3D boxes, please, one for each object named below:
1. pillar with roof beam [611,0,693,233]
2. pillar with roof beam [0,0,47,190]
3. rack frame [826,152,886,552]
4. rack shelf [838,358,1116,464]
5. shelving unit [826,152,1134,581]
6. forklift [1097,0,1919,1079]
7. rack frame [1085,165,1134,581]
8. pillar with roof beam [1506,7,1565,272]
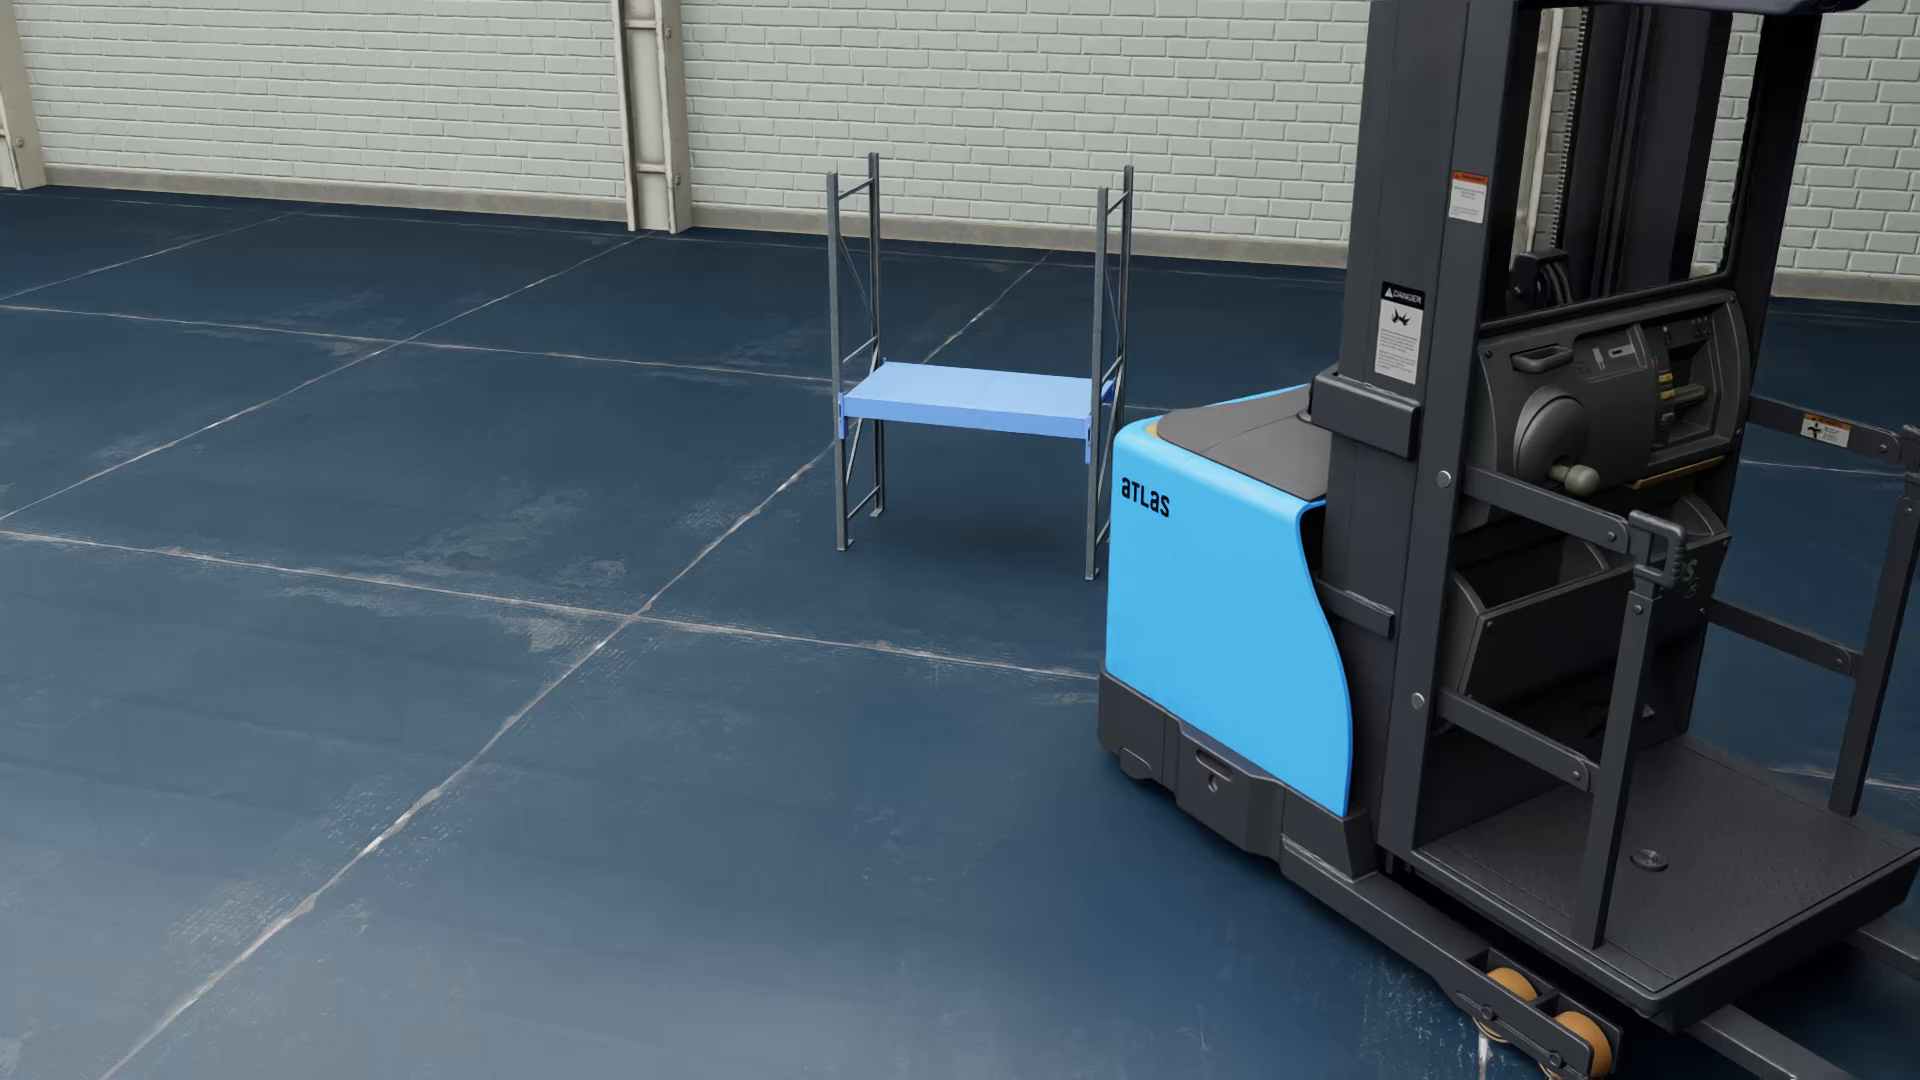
[{"bbox_3d":[-3.487,-4.943,6.962,0.400,9.000,9.100,7,23,16],"label":"pillar with roof beam"},{"bbox_3d":[-9.231,-5.600,8.566,0.400,9.000,9.100,7,23,16],"label":"pillar with roof beam"},{"bbox_3d":[-0.405,-0.740,6.598,0.032,1.500,0.500,7,23,16],"label":"rack frame"},{"bbox_3d":[0.082,-0.518,6.531,1.000,0.185,0.538,7,23,16],"label":"rack shelf"},{"bbox_3d":[0.082,-0.685,6.463,1.048,1.500,0.538,7,23,16],"label":"shelving unit"},{"bbox_3d":[1.648,-0.324,3.697,1.130,2.935,3.031,-14,26,-30],"label":"forklift"},{"bbox_3d":[0.568,-0.629,6.327,0.032,1.500,0.500,7,23,16],"label":"rack frame"},{"bbox_3d":[2.257,-4.285,5.359,0.400,9.000,9.100,7,23,16],"label":"pillar with roof beam"}]
